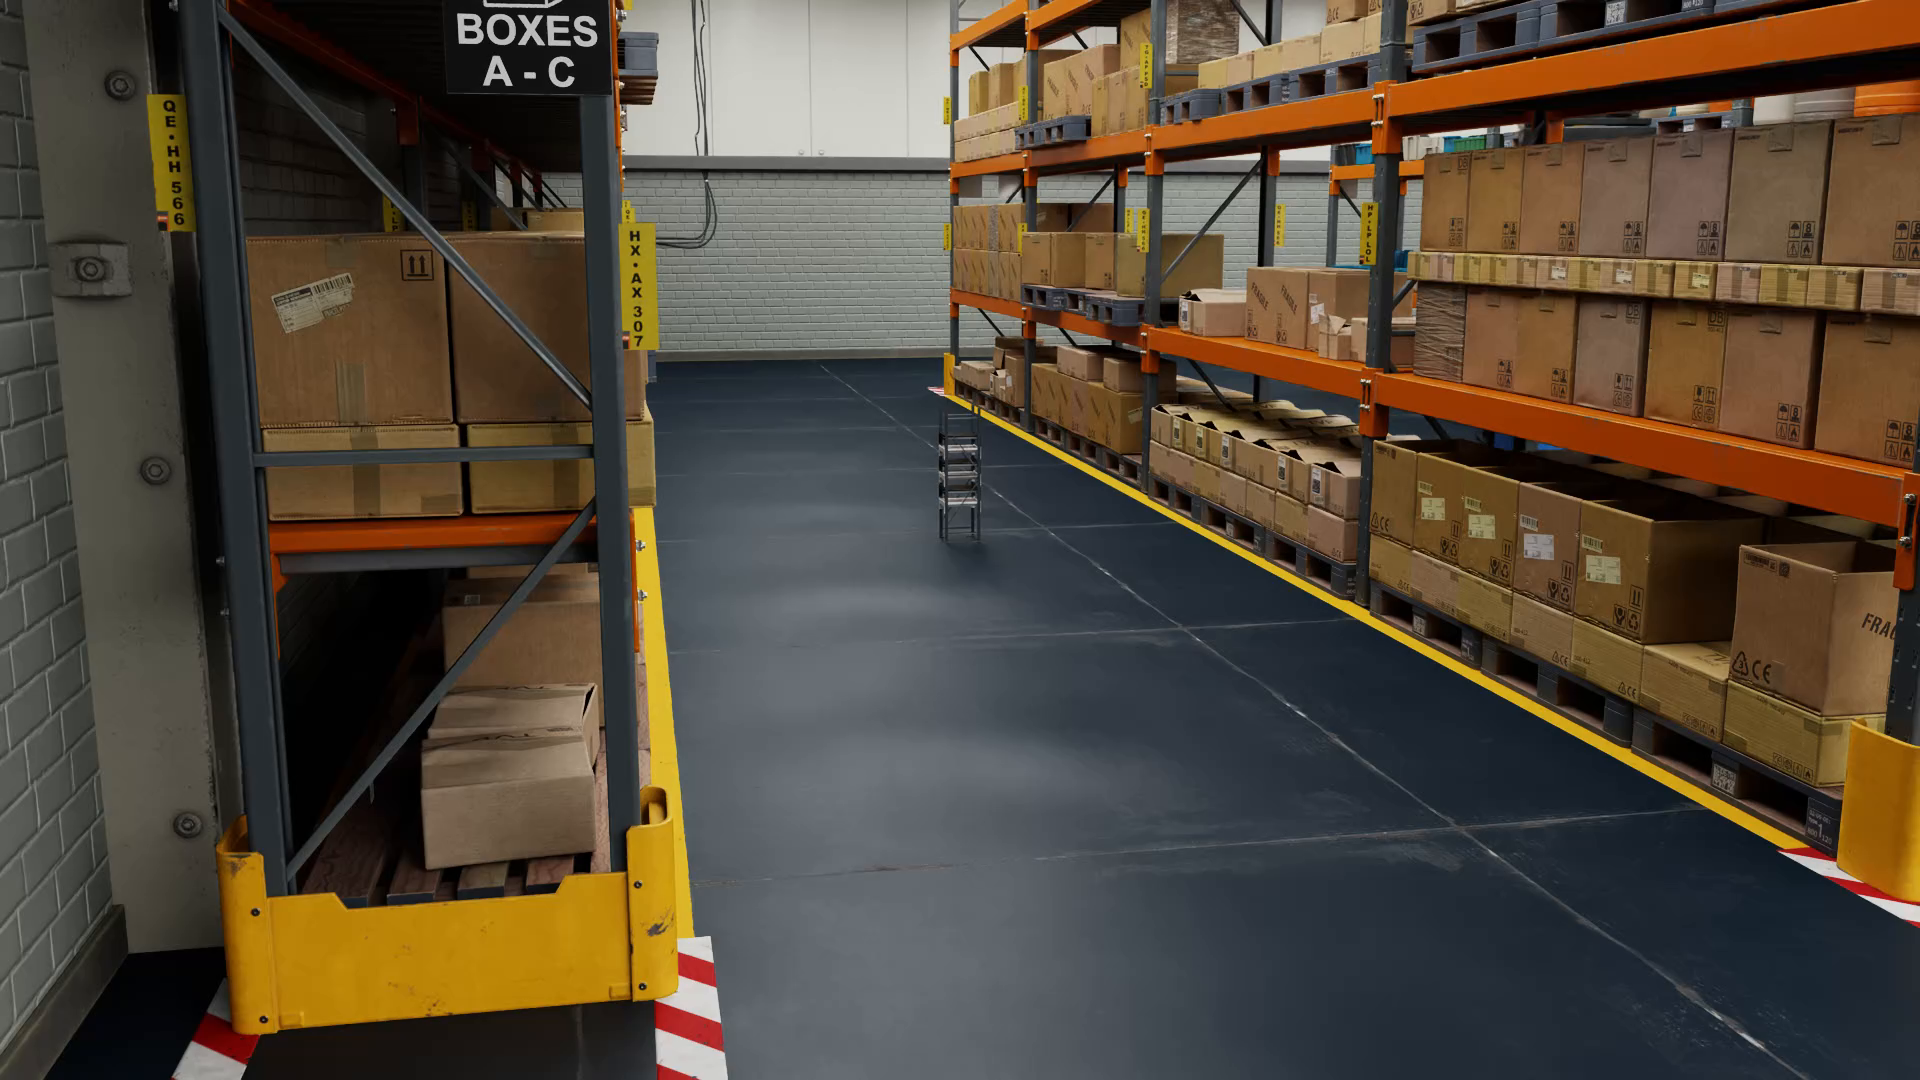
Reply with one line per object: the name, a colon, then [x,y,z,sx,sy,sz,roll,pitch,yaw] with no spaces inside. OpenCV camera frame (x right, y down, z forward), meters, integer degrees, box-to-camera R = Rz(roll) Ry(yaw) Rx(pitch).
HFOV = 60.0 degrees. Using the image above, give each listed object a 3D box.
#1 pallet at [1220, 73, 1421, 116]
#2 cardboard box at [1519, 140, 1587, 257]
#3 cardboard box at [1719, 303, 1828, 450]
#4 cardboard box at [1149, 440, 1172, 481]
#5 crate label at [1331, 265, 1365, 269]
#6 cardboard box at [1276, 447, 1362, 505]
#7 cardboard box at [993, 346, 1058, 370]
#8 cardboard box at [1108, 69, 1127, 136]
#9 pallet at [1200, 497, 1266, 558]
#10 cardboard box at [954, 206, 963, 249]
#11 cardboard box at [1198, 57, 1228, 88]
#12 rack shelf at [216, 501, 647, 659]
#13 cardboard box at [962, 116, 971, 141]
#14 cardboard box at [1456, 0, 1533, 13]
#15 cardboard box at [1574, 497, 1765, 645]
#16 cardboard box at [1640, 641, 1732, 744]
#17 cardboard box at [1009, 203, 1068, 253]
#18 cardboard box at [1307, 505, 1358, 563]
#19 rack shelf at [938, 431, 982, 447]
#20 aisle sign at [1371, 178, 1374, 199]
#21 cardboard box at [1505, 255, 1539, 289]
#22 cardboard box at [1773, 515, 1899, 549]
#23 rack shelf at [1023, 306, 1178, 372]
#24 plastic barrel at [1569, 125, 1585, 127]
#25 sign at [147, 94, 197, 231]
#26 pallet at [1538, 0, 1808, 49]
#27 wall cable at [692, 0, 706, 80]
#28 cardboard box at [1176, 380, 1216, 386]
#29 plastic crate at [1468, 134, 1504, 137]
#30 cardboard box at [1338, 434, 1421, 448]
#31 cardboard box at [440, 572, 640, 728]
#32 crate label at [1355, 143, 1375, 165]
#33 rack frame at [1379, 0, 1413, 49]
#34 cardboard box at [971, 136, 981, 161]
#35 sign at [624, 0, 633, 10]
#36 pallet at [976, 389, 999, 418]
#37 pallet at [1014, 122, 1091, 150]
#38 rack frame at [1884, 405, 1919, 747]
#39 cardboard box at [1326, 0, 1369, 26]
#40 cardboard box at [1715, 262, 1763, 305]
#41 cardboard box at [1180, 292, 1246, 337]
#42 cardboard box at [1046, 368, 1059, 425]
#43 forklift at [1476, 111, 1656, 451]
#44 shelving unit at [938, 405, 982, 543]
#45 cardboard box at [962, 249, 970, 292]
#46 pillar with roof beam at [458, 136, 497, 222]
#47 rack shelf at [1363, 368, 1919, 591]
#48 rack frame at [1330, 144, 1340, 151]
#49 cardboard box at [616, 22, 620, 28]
pallet: [2.376,-2.913,10.962,1.003,0.211,1.213,-2,11,-8]
cardboard box: [3.003,-1.546,7.558,0.700,0.500,0.500,-2,11,-11]
cardboard box: [3.307,-0.623,6.178,0.700,0.500,0.500,-2,11,-10]
cardboard box: [1.750,-0.607,12.596,0.500,0.250,0.500,-2,11,-11]
crate label: [4.964,-3.395,21.299,0.416,0.233,0.303,-2,11,-11]
cardboard box: [2.246,-0.415,10.085,0.500,0.311,0.500,-2,11,-9]
cardboard box: [0.787,-1.926,18.795,0.797,0.503,0.637,-2,11,-11]
cardboard box: [1.719,-3.553,13.554,0.910,0.500,0.500,-2,11,-11]
pallet: [2.292,-0.113,11.225,1.003,0.211,1.213,-2,11,-11]
cardboard box: [0.208,-3.775,20.067,0.500,0.500,0.500,-2,11,-9]
cardboard box: [2.079,-3.383,12.206,0.500,0.250,0.500,-3,11,-15]
rack shelf: [-1.756,-0.224,6.274,1.077,0.370,4.000,-2,11,-11]
cardboard box: [0.315,-4.776,19.306,0.500,0.250,0.500,-2,11,-11]
cardboard box: [2.658,-2.629,7.704,0.500,0.311,0.500,-3,11,-14]
cardboard box: [2.887,0.114,6.798,0.500,0.500,0.500,-2,11,-11]
cardboard box: [2.989,0.574,6.387,0.500,0.250,0.500,-2,11,-11]
cardboard box: [0.806,-3.216,17.128,0.500,0.500,0.500,-2,11,-11]
cardboard box: [2.349,-0.046,9.646,0.500,0.250,0.500,-2,11,-12]
rack shelf: [-0.002,-0.676,11.076,0.258,0.077,0.200,-2,11,-11]
aisle sign: [5.513,-4.806,21.472,0.394,0.787,0.004,-2,11,-11]
cardboard box: [2.776,-1.249,7.734,0.380,0.149,0.250,-2,11,-13]
cardboard box: [3.507,0.187,6.418,0.500,0.500,0.500,-2,11,-11]
rack shelf: [1.547,-1.872,14.933,1.077,0.370,4.000,-2,11,-11]
plastic barrel: [6.394,-4.384,16.558,0.600,0.588,0.600,0,11,0]
sign: [-1.915,-0.918,4.055,0.100,0.325,0.005,-2,11,-11]
pallet: [3.139,-2.176,6.822,1.003,0.211,1.213,-2,11,-11]
wall cable: [-2.574,-8.196,24.990,3.097,2.526,0.112,-2,11,-11]
cardboard box: [1.928,-1.129,14.612,0.500,0.500,0.500,-2,11,-12]
plastic crate: [6.045,-4.419,18.717,0.497,0.269,0.590,-2,11,-11]
cardboard box: [2.684,-0.528,10.677,0.500,0.311,0.500,-2,11,-13]
cardboard box: [-1.617,0.430,6.422,0.700,0.500,0.500,-3,11,-15]
crate label: [5.102,-4.725,20.373,0.408,0.251,0.502,-2,11,-11]
rack frame: [2.714,-4.072,8.523,1.000,3.000,0.127,-2,11,-11]
cardboard box: [0.414,-4.438,18.872,0.500,0.250,0.500,-2,11,-11]
sign: [-1.614,-2.693,7.916,0.100,0.325,0.005,-2,11,-11]
pallet: [0.785,-1.572,18.894,1.003,0.211,1.213,-2,11,-11]
pallet: [1.216,-3.851,15.888,1.213,0.211,1.003,-2,11,-11]
rack frame: [3.492,-0.391,5.230,1.000,3.000,0.127,-2,11,-11]
cardboard box: [2.499,-3.318,9.855,0.500,0.500,0.500,-1,11,-6]
cardboard box: [3.082,-0.963,6.233,0.380,0.149,0.250,-2,11,-10]
cardboard box: [1.920,-1.644,12.048,0.500,0.311,0.500,-2,11,-12]
cardboard box: [1.128,-1.385,15.961,0.500,0.500,0.500,-2,11,-10]
forklift: [4.773,-1.871,13.190,1.130,2.935,3.031,2,11,10]
shelving unit: [-0.002,-0.444,11.120,0.258,0.900,0.210,-2,11,-11]
cardboard box: [0.313,-3.189,19.664,0.500,0.500,0.500,-2,11,-12]
pillar with roof beam: [-0.462,-5.612,16.614,9.100,9.000,0.400,-2,11,-11]
rack shelf: [3.103,-0.405,7.224,1.077,0.370,4.000,-2,11,-11]
rack frame: [5.239,-6.452,21.029,1.000,3.000,0.127,-2,11,-11]
cardboard box: [-1.486,-2.106,5.894,0.500,0.500,0.500,-1,11,-7]
